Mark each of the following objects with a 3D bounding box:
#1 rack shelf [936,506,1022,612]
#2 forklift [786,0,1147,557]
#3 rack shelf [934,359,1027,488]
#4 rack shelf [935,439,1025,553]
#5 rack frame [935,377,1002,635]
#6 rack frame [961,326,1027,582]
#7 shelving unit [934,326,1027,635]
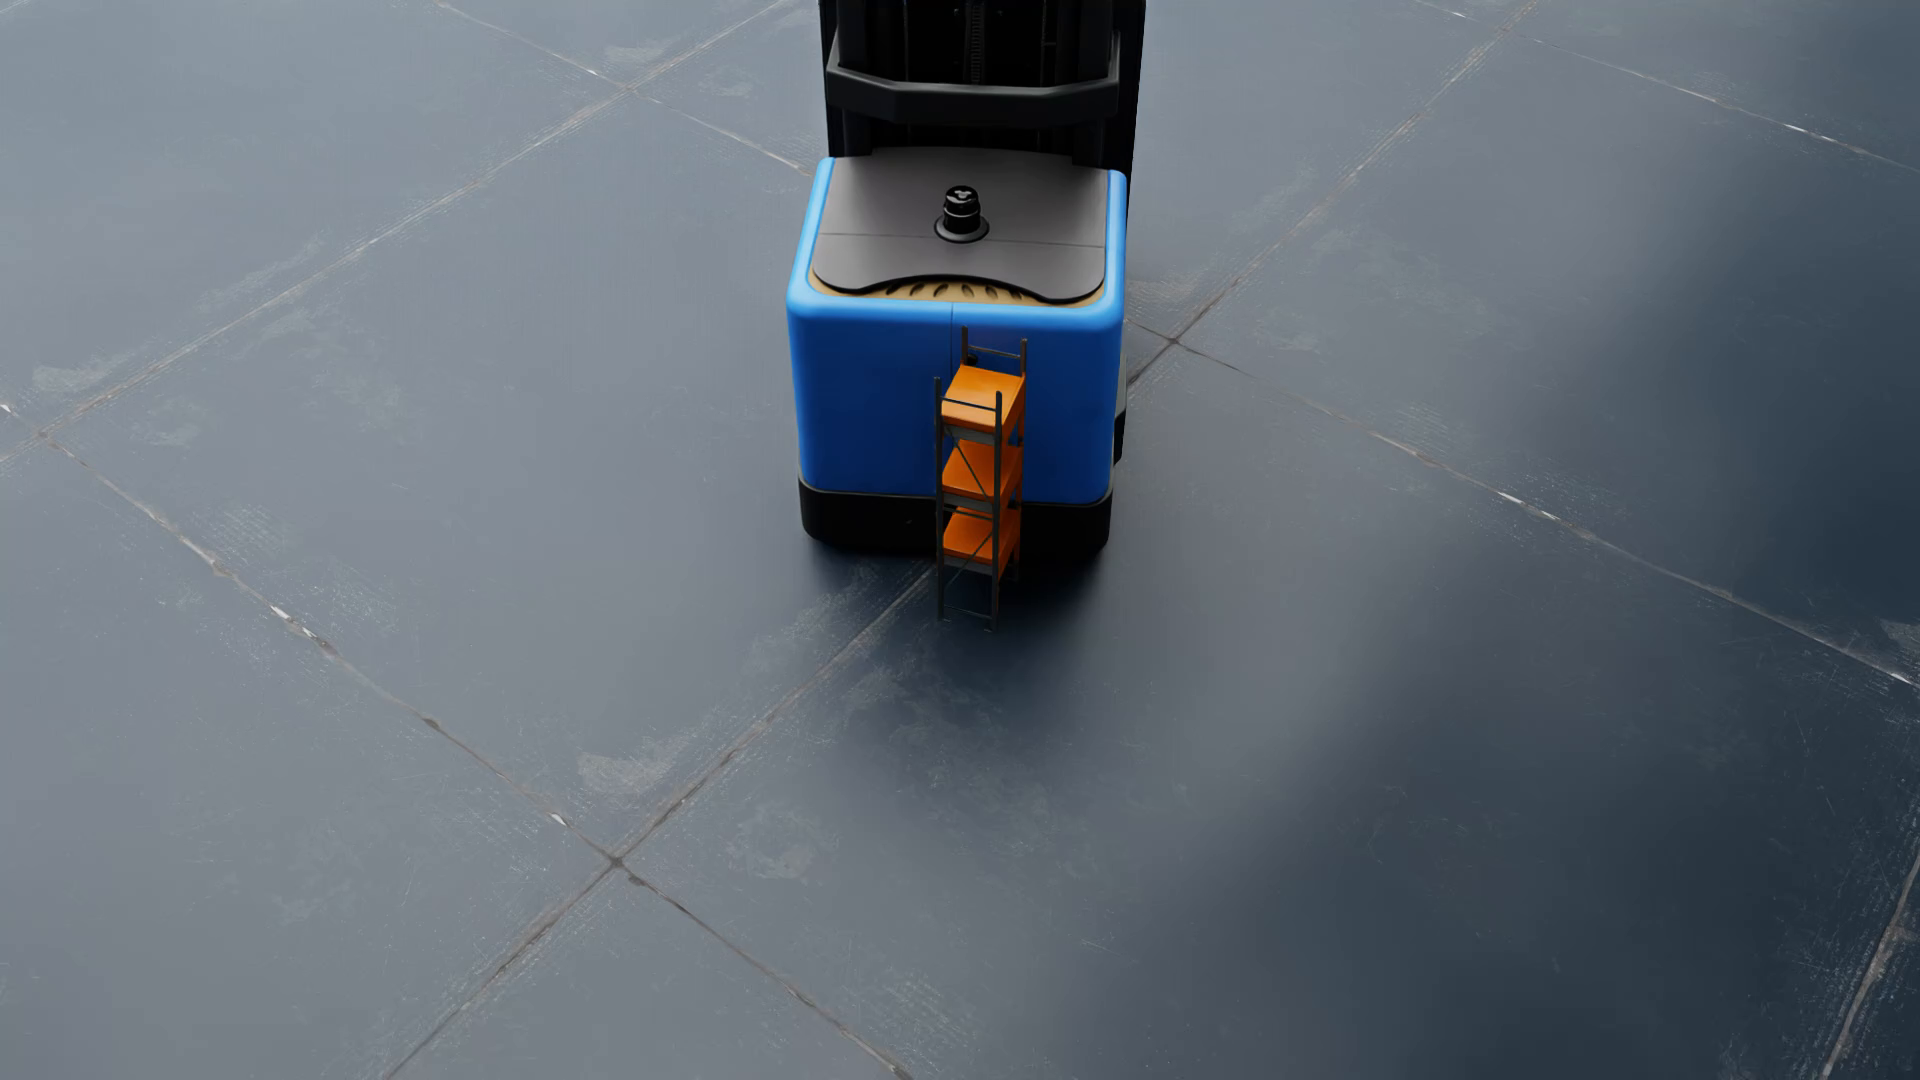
[{"bbox_3d":[0.062,0.038,5.386,0.215,0.259,0.240,13,48,13],"label":"rack shelf"},{"bbox_3d":[0.094,-2.020,5.653,1.130,2.935,3.031,3,46,3],"label":"forklift"},{"bbox_3d":[0.062,-0.350,4.980,0.215,0.259,0.240,13,48,13],"label":"rack shelf"},{"bbox_3d":[0.062,-0.154,5.185,0.215,0.259,0.240,13,48,13],"label":"rack shelf"},{"bbox_3d":[0.024,-0.077,5.098,0.200,1.050,0.008,13,48,13],"label":"rack frame"},{"bbox_3d":[0.100,-0.245,5.258,0.200,1.050,0.008,13,48,13],"label":"rack frame"},{"bbox_3d":[0.062,-0.161,5.178,0.215,1.050,0.252,13,48,13],"label":"shelving unit"}]
